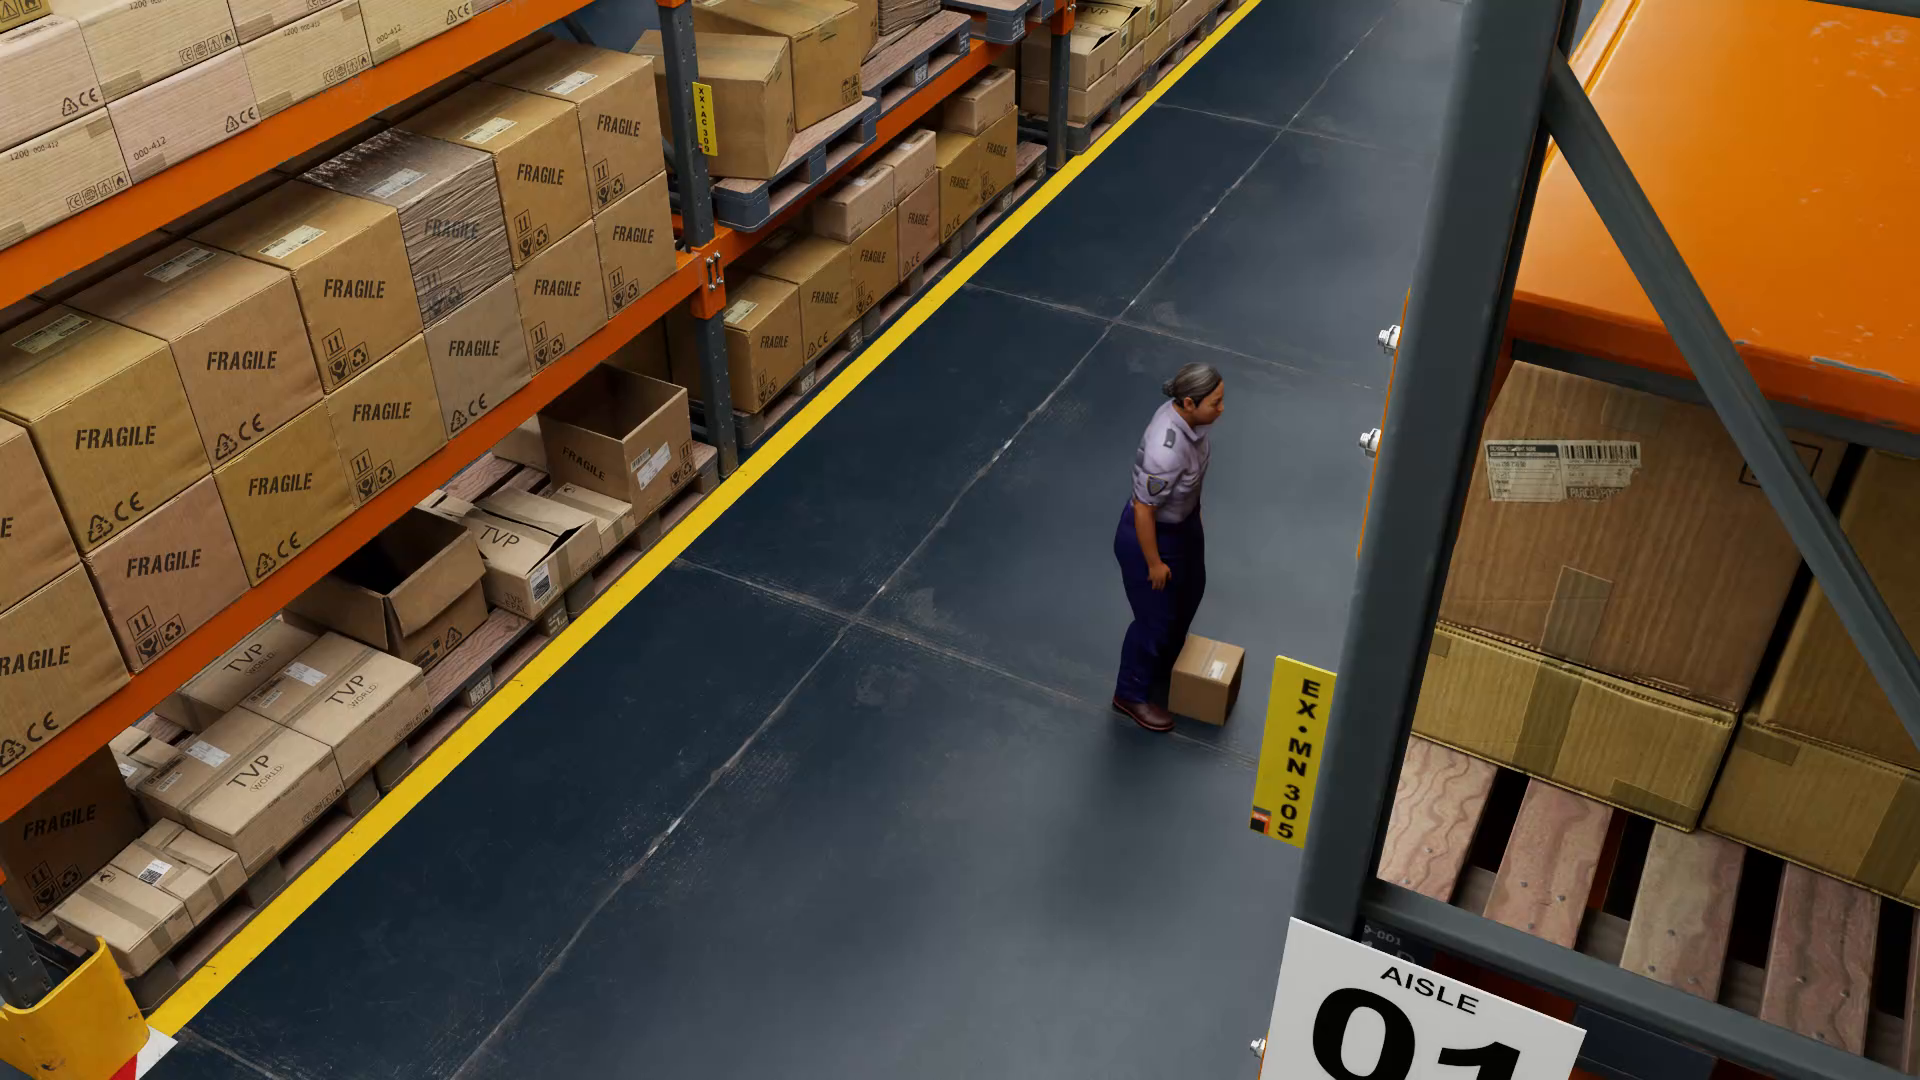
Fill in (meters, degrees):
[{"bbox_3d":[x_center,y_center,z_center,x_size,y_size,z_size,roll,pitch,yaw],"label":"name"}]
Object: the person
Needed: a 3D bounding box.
[{"bbox_3d":[0.862,-0.005,6.762,0.423,1.651,0.542,16,41,20],"label":"person"}]
